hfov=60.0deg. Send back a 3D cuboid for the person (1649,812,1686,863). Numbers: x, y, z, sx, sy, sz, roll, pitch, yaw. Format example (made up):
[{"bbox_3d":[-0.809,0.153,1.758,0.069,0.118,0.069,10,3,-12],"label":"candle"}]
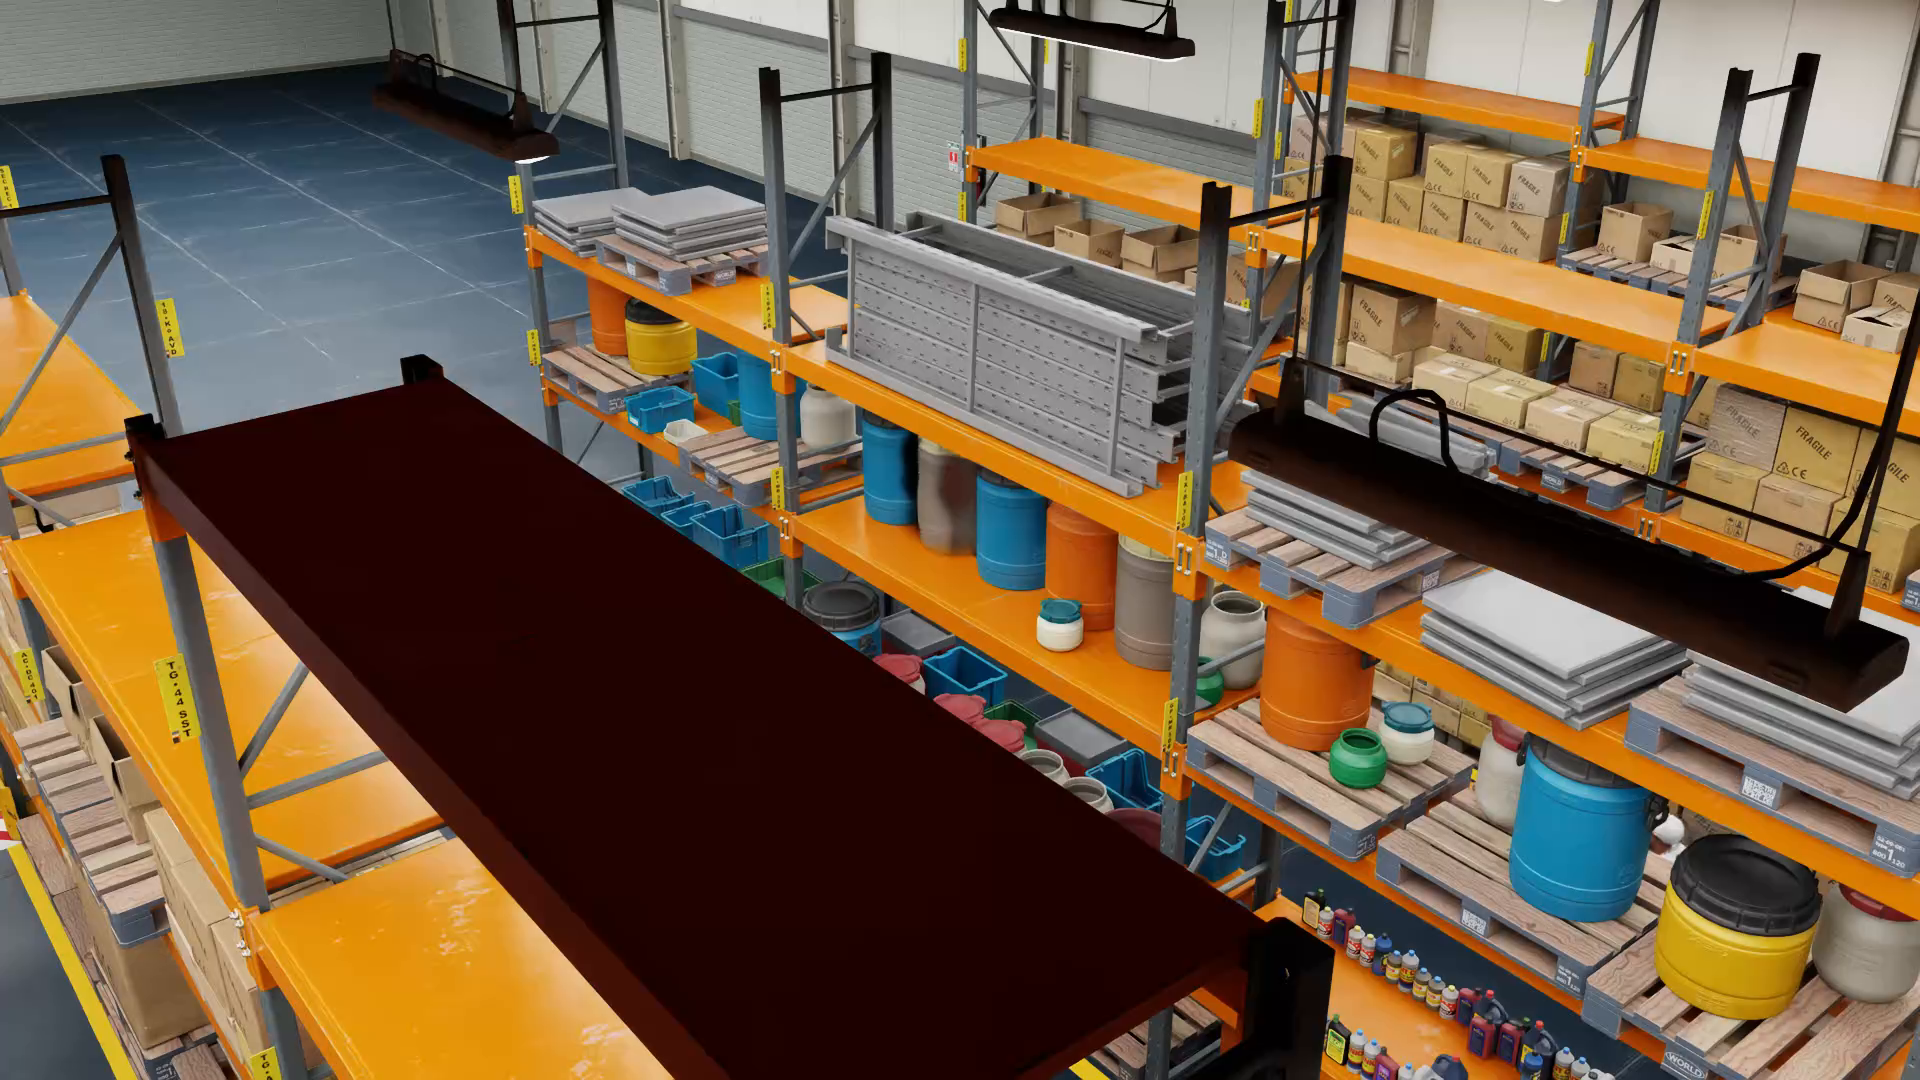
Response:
[{"bbox_3d":[4.555,2.522,11.030,0.684,1.717,0.878,-20,32,-35],"label":"person"}]
